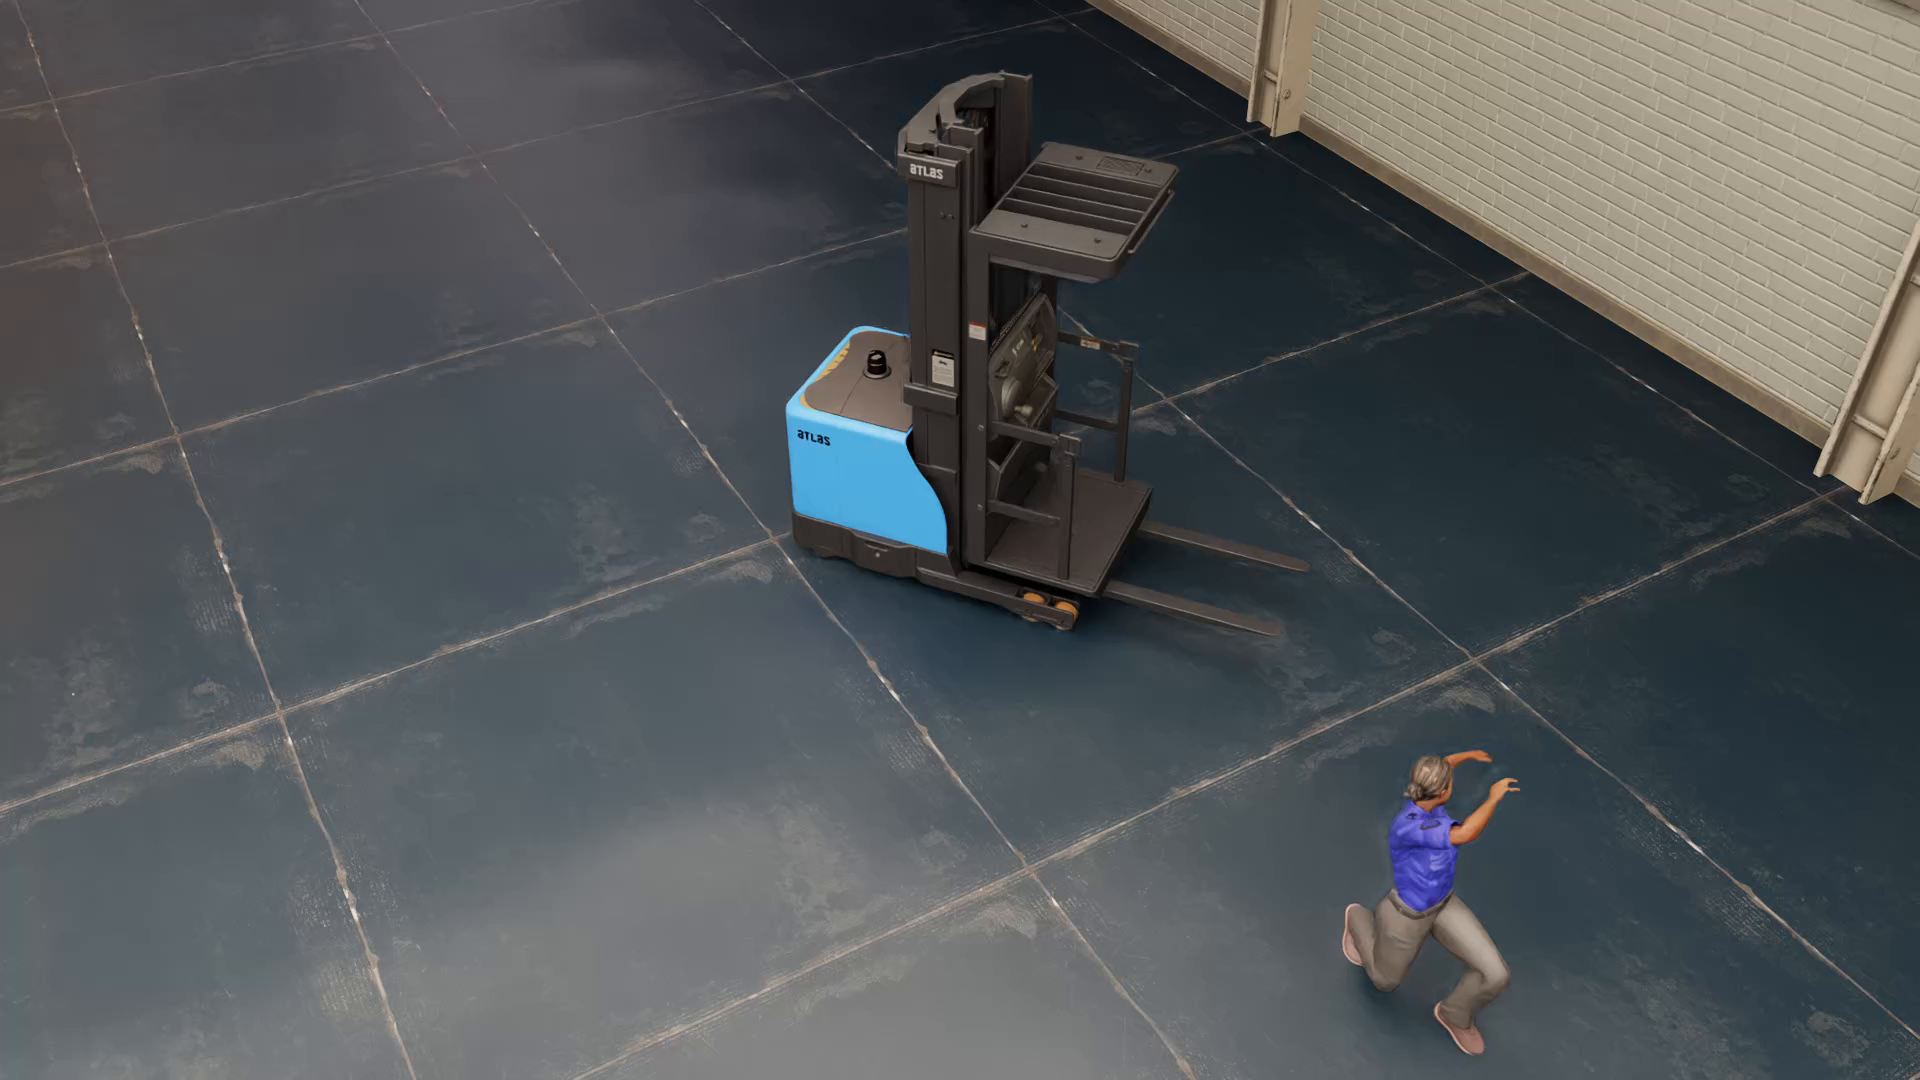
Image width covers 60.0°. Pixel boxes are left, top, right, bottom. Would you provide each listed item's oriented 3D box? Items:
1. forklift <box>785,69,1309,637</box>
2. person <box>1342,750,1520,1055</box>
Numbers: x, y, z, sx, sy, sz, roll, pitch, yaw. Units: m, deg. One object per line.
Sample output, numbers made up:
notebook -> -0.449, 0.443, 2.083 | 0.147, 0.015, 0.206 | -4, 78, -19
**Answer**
forklift -> 0.538, -0.991, 9.231 | 3.031, 2.935, 1.130 | 15, 42, 18
person -> 2.277, 1.501, 7.467 | 0.957, 1.387, 0.886 | -25, 46, -27
